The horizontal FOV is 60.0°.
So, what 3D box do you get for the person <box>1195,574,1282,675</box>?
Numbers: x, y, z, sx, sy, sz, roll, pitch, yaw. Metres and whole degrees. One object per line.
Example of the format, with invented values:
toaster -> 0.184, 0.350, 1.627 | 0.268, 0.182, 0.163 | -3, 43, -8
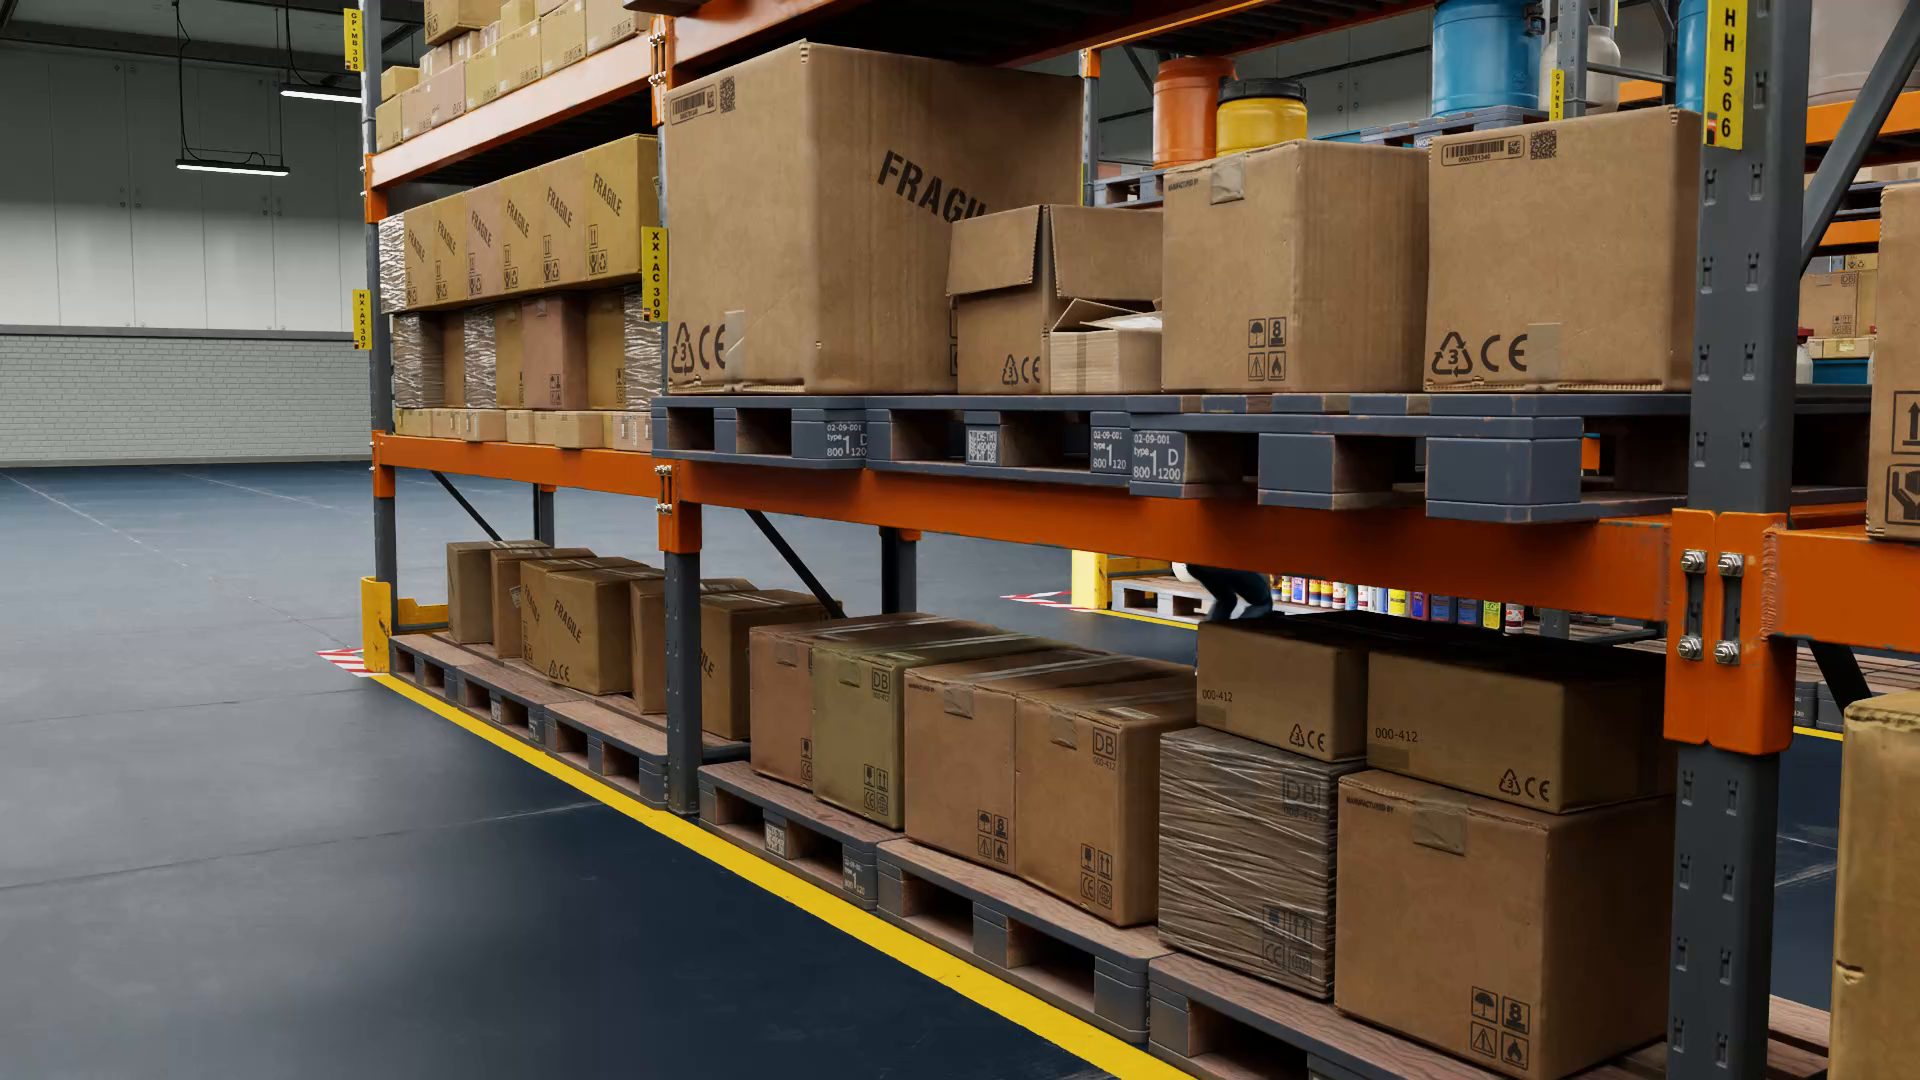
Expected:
person -> 1.443, 0.093, 8.855 | 0.626, 1.325, 0.462 | -3, 6, -33
